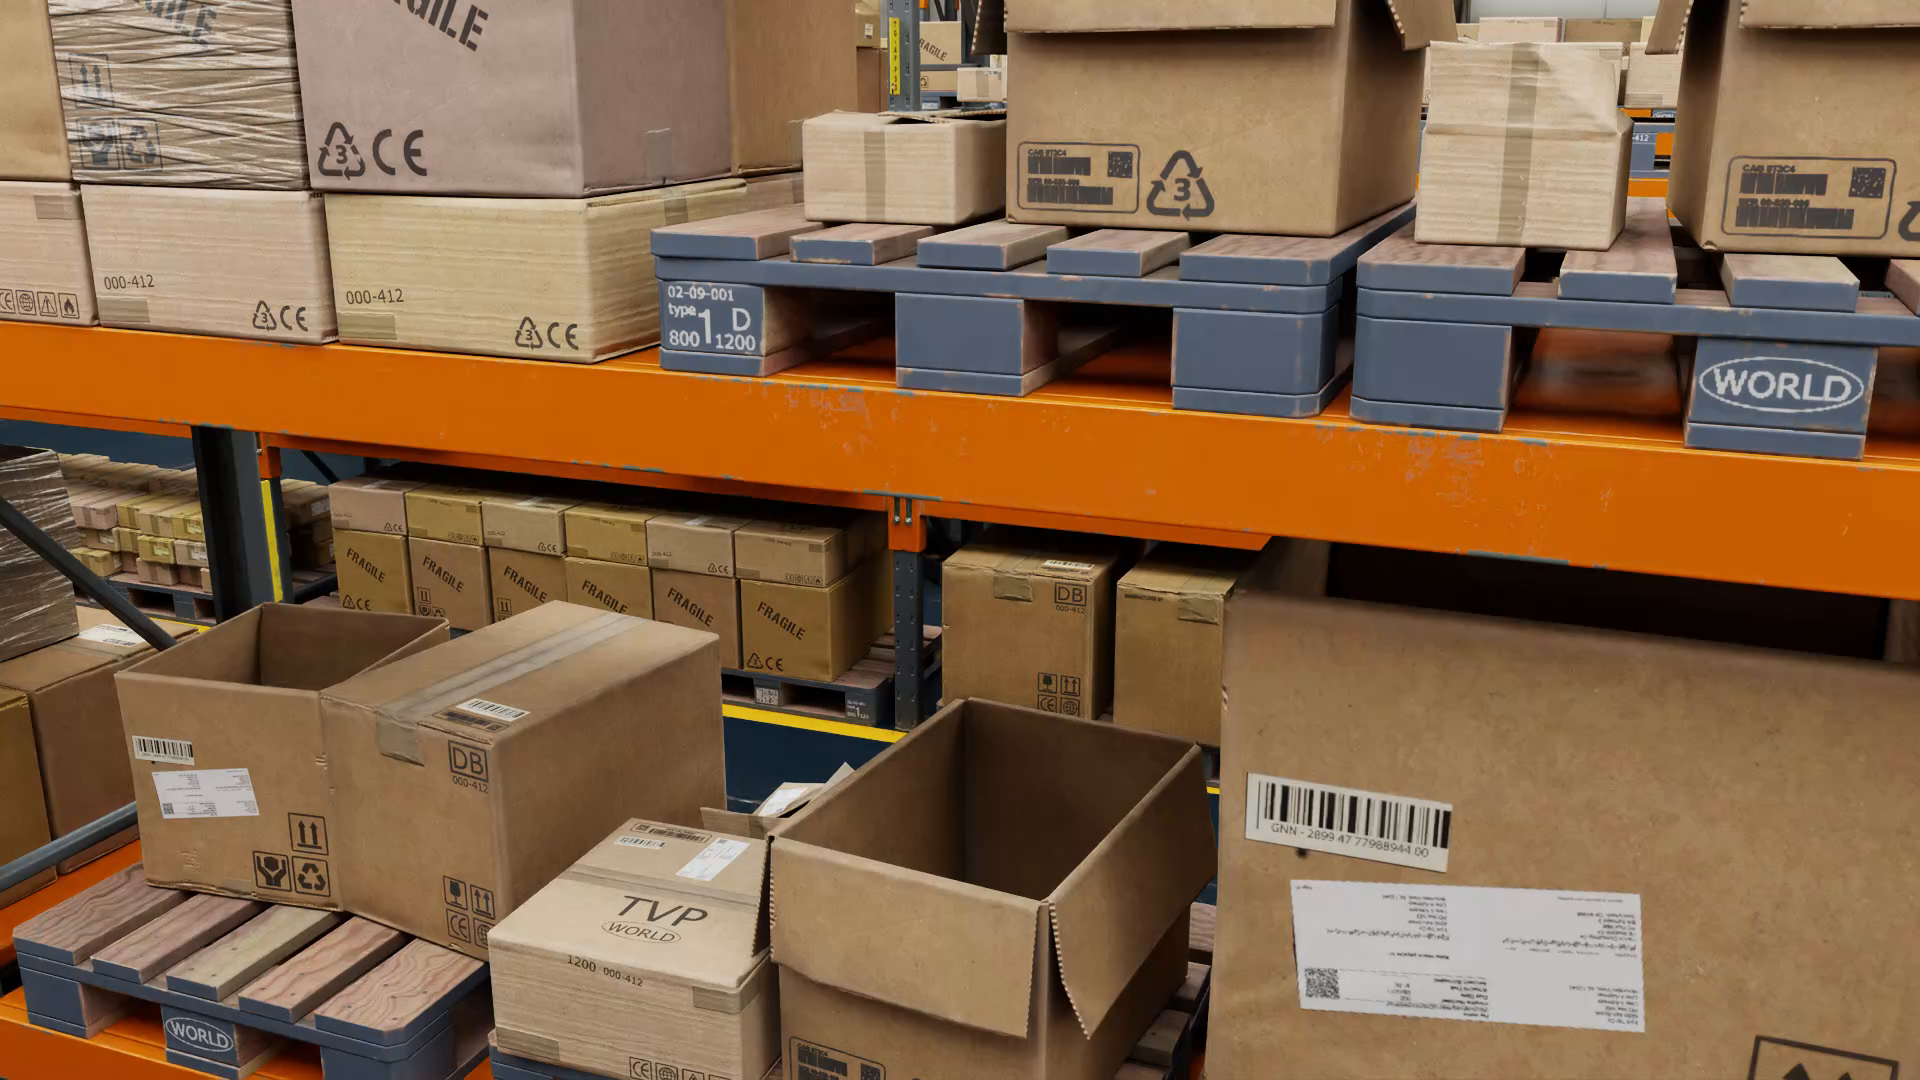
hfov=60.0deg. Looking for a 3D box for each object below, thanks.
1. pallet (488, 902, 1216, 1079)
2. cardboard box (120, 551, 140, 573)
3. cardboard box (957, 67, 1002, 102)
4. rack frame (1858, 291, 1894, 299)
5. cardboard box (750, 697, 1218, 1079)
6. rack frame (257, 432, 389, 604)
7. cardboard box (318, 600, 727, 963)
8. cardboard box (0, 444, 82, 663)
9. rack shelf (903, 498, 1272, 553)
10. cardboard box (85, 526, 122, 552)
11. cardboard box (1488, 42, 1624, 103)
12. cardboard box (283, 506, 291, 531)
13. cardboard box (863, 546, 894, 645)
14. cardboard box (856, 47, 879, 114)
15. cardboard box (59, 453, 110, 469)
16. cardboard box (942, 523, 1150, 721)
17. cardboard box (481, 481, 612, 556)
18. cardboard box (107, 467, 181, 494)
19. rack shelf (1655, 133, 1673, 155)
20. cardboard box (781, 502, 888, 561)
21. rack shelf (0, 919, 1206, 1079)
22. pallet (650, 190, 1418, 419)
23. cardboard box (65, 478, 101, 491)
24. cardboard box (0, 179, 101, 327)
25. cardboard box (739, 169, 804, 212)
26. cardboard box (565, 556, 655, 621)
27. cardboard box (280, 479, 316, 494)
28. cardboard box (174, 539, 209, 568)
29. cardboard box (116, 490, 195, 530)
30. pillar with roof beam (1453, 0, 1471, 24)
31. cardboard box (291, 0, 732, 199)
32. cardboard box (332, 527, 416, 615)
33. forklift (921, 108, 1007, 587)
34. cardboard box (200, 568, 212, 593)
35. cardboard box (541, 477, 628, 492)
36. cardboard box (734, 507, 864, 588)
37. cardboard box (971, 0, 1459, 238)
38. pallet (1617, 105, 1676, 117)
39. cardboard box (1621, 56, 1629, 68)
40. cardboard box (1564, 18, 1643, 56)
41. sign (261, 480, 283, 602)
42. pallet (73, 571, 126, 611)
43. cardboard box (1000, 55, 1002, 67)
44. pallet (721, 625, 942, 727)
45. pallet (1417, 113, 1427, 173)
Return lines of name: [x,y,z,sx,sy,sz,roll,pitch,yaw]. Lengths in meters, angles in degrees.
pallet: [-0.145,0.958,3.339,1.213,0.211,1.003,6,17,21]
cardboard box: [-4.979,0.087,10.354,0.250,0.149,0.380,6,17,19]
cardboard box: [0.164,-2.096,7.652,0.250,0.149,0.380,6,17,18]
rack frame: [3.634,-0.193,6.959,0.127,3.000,1.000,6,17,21]
cardboard box: [0.073,0.678,3.019,0.637,0.503,0.797,8,18,26]
rack frame: [-3.809,-1.012,9.778,0.127,3.000,1.000,6,17,21]
cardboard box: [-0.928,0.500,3.639,0.500,0.500,0.700,9,19,29]
cardboard box: [-2.676,0.065,4.092,0.637,0.503,0.797,7,18,23]
rack shelf: [1.773,-0.052,7.764,4.000,0.370,1.077,6,17,21]
cardboard box: [-5.172,-0.056,10.314,0.250,0.149,0.380,7,17,22]
cardboard box: [2.404,-1.881,6.728,0.500,0.250,0.500,6,17,20]
cardboard box: [-4.235,-0.099,9.927,0.250,0.149,0.380,7,18,22]
cardboard box: [-0.652,0.258,9.136,0.500,0.500,0.500,6,17,18]
cardboard box: [-0.712,-2.084,7.911,0.500,0.500,0.500,6,17,21]
cardboard box: [-5.956,-0.461,11.173,0.250,0.149,0.380,7,18,23]
cardboard box: [0.446,0.362,8.329,0.750,0.750,1.050,6,17,20]
cardboard box: [-2.249,-0.122,9.098,0.500,0.250,0.500,7,18,23]
cardboard box: [-5.282,-0.350,10.792,0.250,0.149,0.380,6,17,18]
rack shelf: [3.495,-2.787,11.804,4.000,0.370,1.077,6,17,21]
cardboard box: [-0.640,-0.097,9.013,0.500,0.250,0.500,5,17,18]
rack shelf: [-0.141,1.224,3.369,4.000,0.370,1.077,6,17,21]
pallet: [0.218,-0.464,2.847,1.003,0.211,1.213,6,17,21]
cardboard box: [-5.666,-0.267,10.506,0.250,0.149,0.380,6,17,21]
cardboard box: [-1.658,-0.581,3.183,0.500,0.250,0.500,7,17,22]
cardboard box: [-0.537,-0.611,3.285,0.500,0.250,0.500,7,18,22]
cardboard box: [-1.775,0.293,9.015,0.500,0.500,0.500,5,17,18]
cardboard box: [-4.287,-0.262,10.491,0.250,0.149,0.380,7,18,23]
cardboard box: [-4.474,0.039,9.987,0.250,0.149,0.380,5,17,18]
cardboard box: [-4.934,-0.185,10.224,0.250,0.149,0.380,7,18,22]
pillar with roof beam: [3.416,-5.049,12.926,0.400,9.000,9.100,6,17,21]
cardboard box: [-0.718,-0.838,2.723,0.500,0.500,0.500,6,17,19]
cardboard box: [-3.218,0.131,9.571,0.500,0.500,0.500,7,18,23]
forklift: [0.220,-1.248,10.714,1.130,2.935,3.031,-9,18,-27]
cardboard box: [-4.298,0.204,9.951,0.250,0.149,0.380,7,17,21]
cardboard box: [-2.053,-0.256,9.560,0.500,0.250,0.500,5,17,18]
cardboard box: [-0.820,0.034,8.561,0.500,0.250,0.500,6,17,19]
cardboard box: [0.442,-0.779,2.658,0.637,0.503,0.797,7,18,23]
pallet: [4.821,-2.929,11.338,1.003,0.211,1.213,6,17,21]
cardboard box: [4.290,-3.133,11.220,0.500,0.250,0.500,7,17,21]
cardboard box: [4.492,-3.510,11.622,0.500,0.250,0.500,6,17,19]
sign: [-1.811,0.014,4.311,0.005,0.325,0.100,6,17,21]
pallet: [-5.585,0.144,10.800,1.213,0.211,1.003,6,17,21]
cardboard box: [0.644,-3.639,12.515,0.500,0.500,0.700,5,17,18]
pallet: [-0.814,0.656,9.034,1.213,0.211,1.003,6,17,21]
pallet: [1.572,-1.787,7.406,1.213,0.211,1.003,7,18,23]
